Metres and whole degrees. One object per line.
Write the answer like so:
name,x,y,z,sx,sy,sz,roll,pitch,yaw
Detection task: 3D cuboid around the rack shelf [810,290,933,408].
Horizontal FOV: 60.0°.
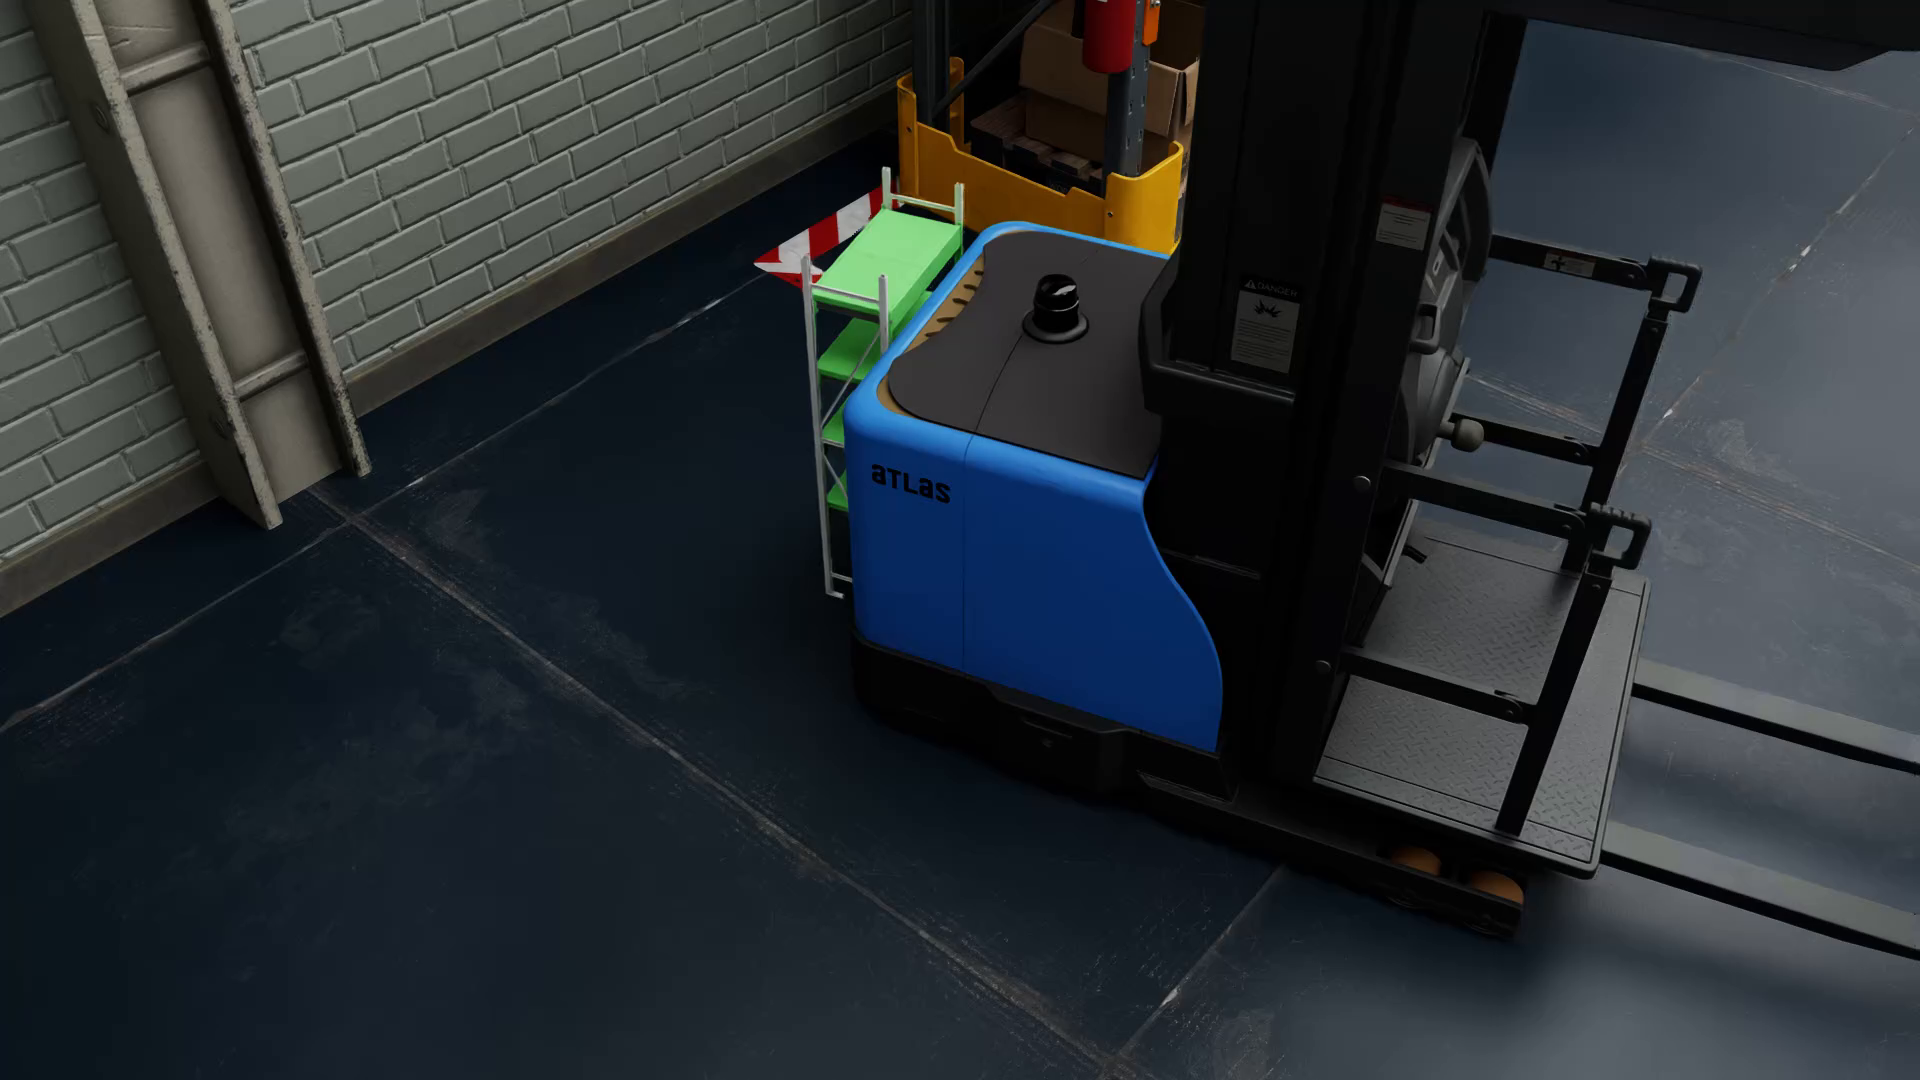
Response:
rack shelf,-0.200,-0.533,4.683,0.258,0.148,0.480,16,45,17

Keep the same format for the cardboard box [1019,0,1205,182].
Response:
cardboard box,0.704,-1.811,6.556,0.797,0.503,0.637,28,49,27

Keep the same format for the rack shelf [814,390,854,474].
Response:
rack shelf,-0.200,-0.356,4.845,0.258,0.148,0.480,16,45,17

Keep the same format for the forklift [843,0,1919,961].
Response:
forklift,1.262,-0.508,3.630,3.031,2.935,1.130,16,45,17

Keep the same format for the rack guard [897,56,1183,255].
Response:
rack guard,0.286,-1.420,6.440,1.175,0.500,0.348,29,50,28

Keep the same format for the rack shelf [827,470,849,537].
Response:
rack shelf,-0.200,-0.178,5.006,0.258,0.148,0.480,16,45,17

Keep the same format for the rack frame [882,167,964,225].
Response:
rack frame,-0.103,-0.554,4.967,0.240,1.200,0.015,16,45,17

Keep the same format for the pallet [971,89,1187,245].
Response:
pallet,0.799,-1.724,6.989,1.003,0.211,1.213,29,50,28

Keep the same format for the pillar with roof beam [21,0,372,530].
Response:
pillar with roof beam,1.107,-1.663,0.390,9.100,9.000,0.400,29,50,28

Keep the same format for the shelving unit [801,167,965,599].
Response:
shelving unit,-0.200,-0.403,4.802,0.258,1.200,0.503,16,45,17

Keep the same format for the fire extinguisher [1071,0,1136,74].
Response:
fire extinguisher,0.496,-1.863,5.404,0.296,0.674,0.183,29,50,28

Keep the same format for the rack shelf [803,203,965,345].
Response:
rack shelf,-0.200,-0.711,4.522,0.258,0.148,0.480,16,45,17

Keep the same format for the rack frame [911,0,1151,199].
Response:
rack frame,0.237,-2.306,5.556,1.000,3.000,0.127,29,50,28

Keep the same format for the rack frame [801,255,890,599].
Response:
rack frame,-0.296,-0.252,4.636,0.240,1.200,0.015,16,45,17

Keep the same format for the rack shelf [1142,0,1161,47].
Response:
rack shelf,1.525,-3.069,6.931,1.077,0.370,4.000,29,50,28

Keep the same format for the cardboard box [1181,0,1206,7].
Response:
cardboard box,1.283,-2.234,7.023,0.700,0.500,0.500,32,51,30
